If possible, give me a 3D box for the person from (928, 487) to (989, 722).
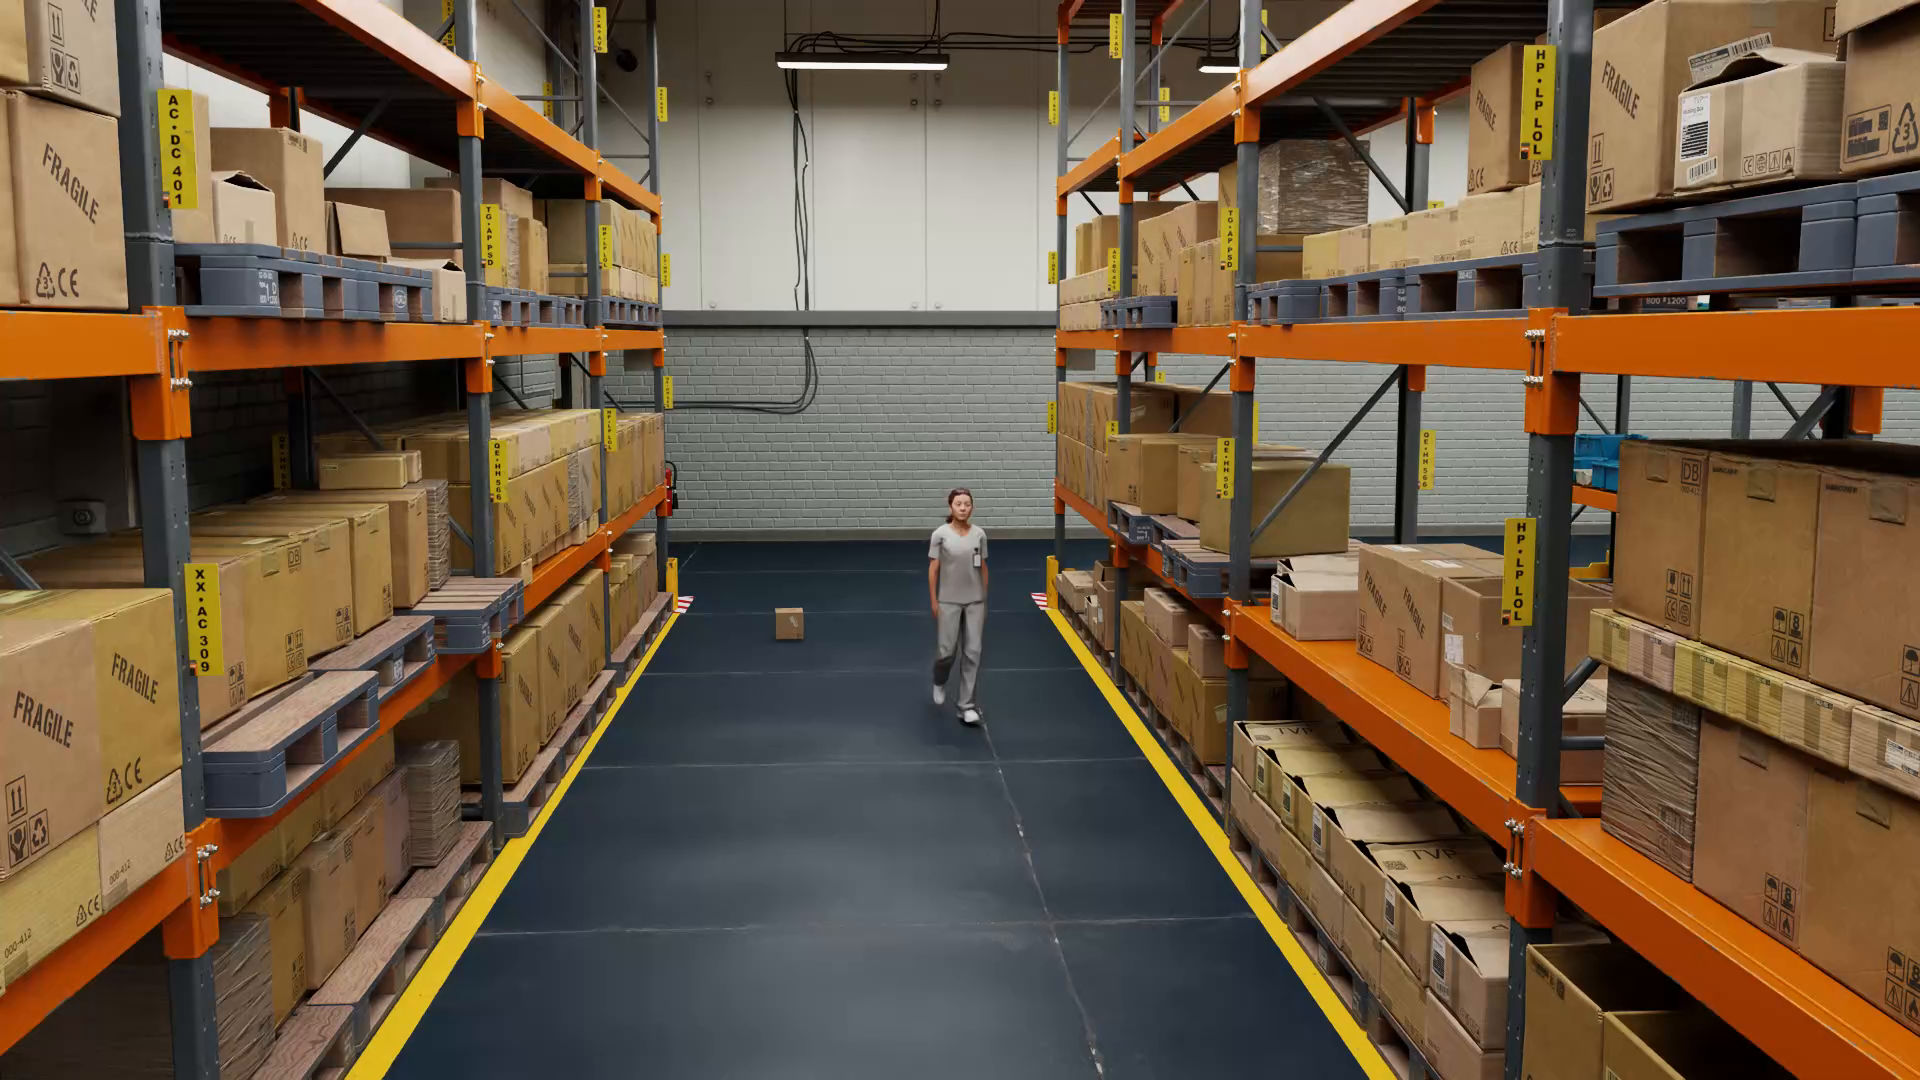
[{"bbox_3d":[-0.011,0.447,11.925,0.443,1.658,0.597,-2,7,-13],"label":"person"}]
